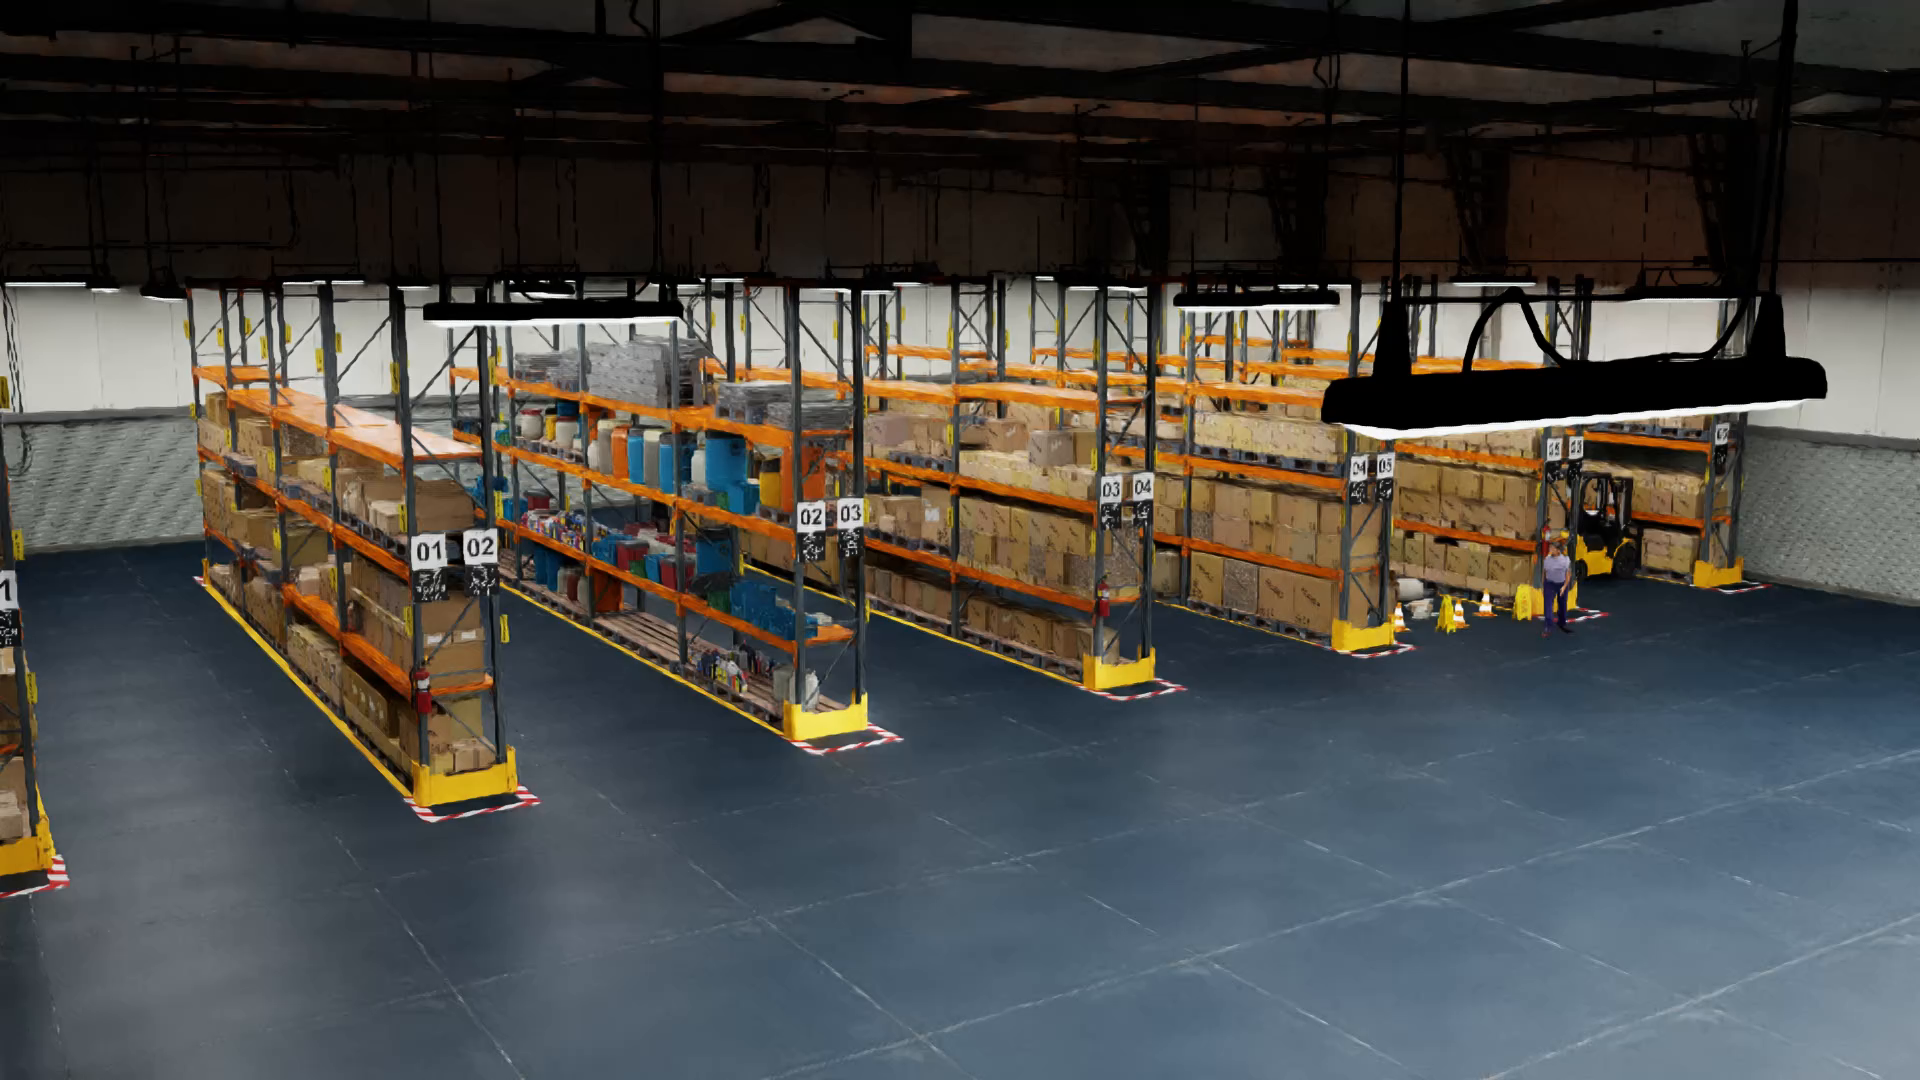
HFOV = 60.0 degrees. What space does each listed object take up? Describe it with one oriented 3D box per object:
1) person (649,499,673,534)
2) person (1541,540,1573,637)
[{"bbox_3d":[-6.328,-0.443,35.395,0.684,1.730,0.511,6,11,32],"label":"person"},{"bbox_3d":[10.165,0.812,28.315,0.510,1.621,0.678,6,11,31],"label":"person"}]
